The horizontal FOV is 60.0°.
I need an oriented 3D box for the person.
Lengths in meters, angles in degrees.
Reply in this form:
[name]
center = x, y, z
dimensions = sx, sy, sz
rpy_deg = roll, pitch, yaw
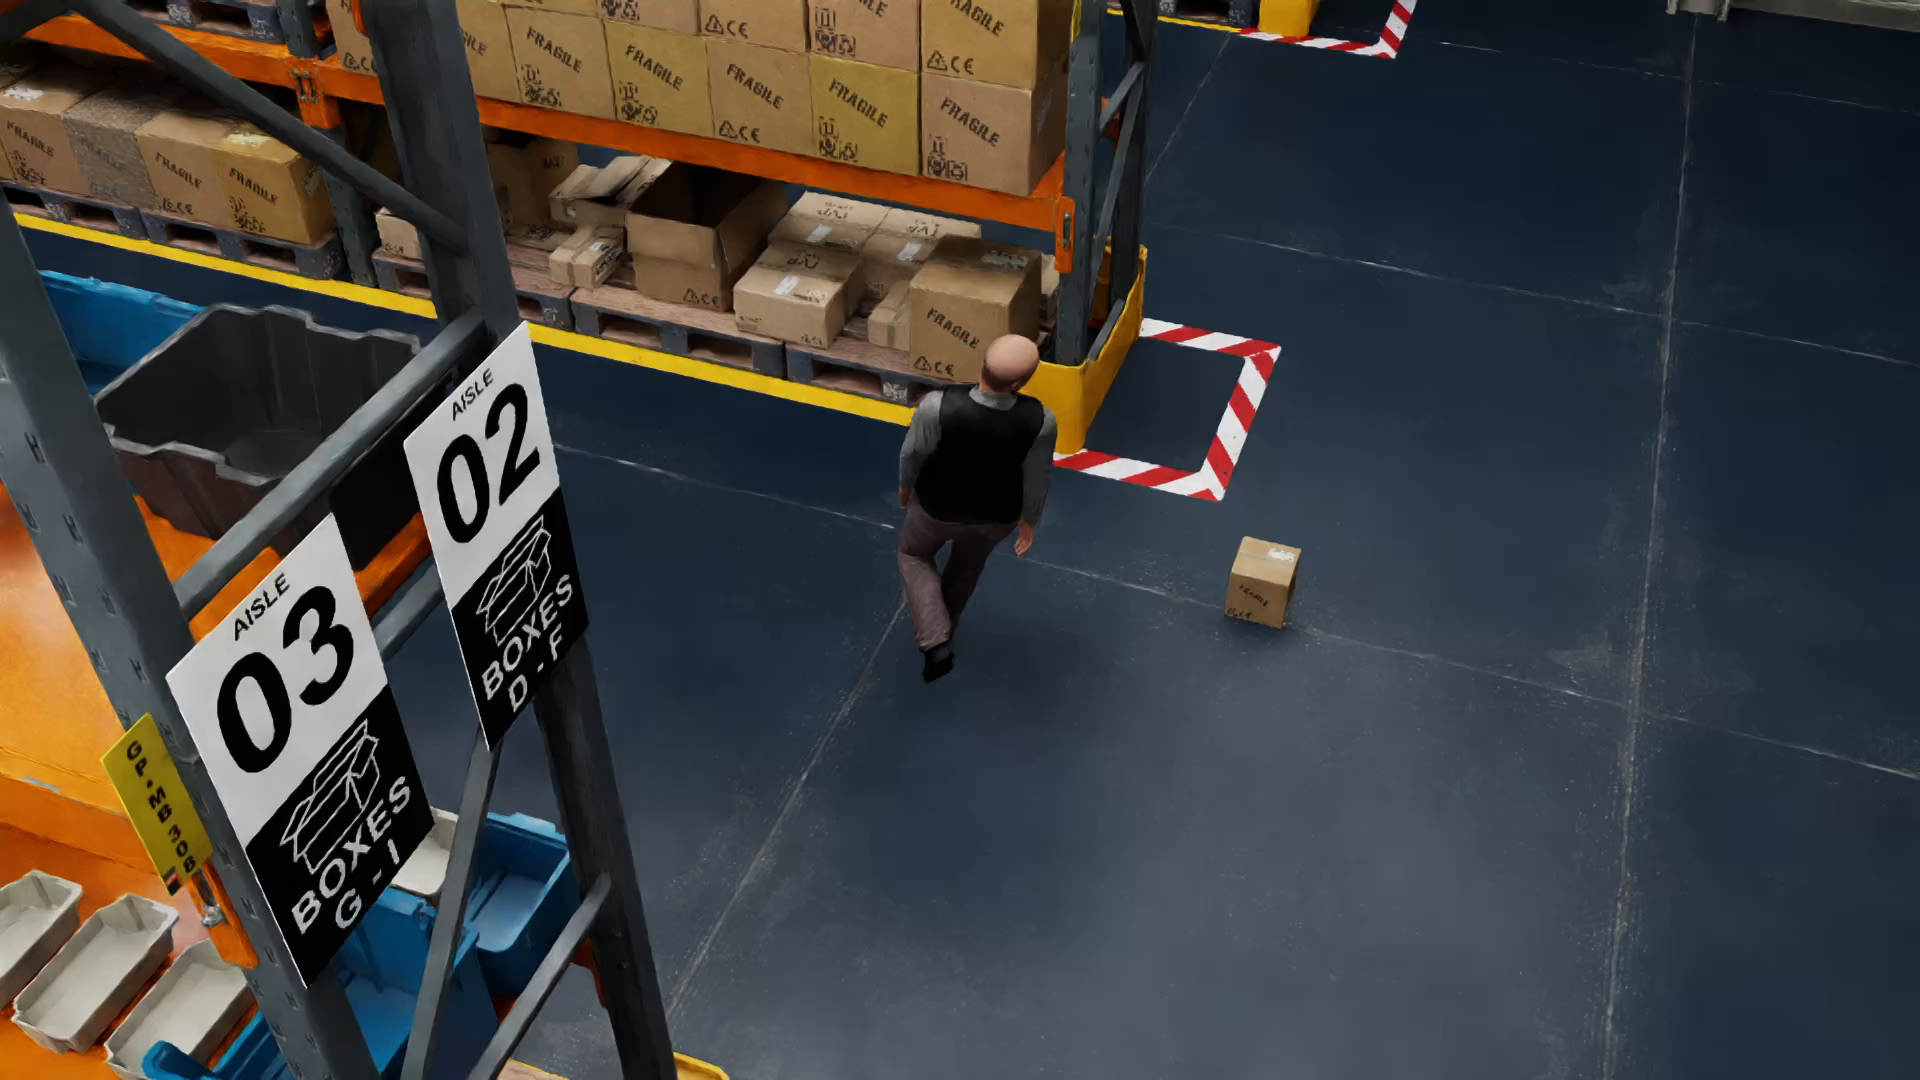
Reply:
[person]
center = 0.049, -0.142, 6.382
dimensions = 0.609, 1.664, 0.731
rpy_deg = 0, 41, -1
